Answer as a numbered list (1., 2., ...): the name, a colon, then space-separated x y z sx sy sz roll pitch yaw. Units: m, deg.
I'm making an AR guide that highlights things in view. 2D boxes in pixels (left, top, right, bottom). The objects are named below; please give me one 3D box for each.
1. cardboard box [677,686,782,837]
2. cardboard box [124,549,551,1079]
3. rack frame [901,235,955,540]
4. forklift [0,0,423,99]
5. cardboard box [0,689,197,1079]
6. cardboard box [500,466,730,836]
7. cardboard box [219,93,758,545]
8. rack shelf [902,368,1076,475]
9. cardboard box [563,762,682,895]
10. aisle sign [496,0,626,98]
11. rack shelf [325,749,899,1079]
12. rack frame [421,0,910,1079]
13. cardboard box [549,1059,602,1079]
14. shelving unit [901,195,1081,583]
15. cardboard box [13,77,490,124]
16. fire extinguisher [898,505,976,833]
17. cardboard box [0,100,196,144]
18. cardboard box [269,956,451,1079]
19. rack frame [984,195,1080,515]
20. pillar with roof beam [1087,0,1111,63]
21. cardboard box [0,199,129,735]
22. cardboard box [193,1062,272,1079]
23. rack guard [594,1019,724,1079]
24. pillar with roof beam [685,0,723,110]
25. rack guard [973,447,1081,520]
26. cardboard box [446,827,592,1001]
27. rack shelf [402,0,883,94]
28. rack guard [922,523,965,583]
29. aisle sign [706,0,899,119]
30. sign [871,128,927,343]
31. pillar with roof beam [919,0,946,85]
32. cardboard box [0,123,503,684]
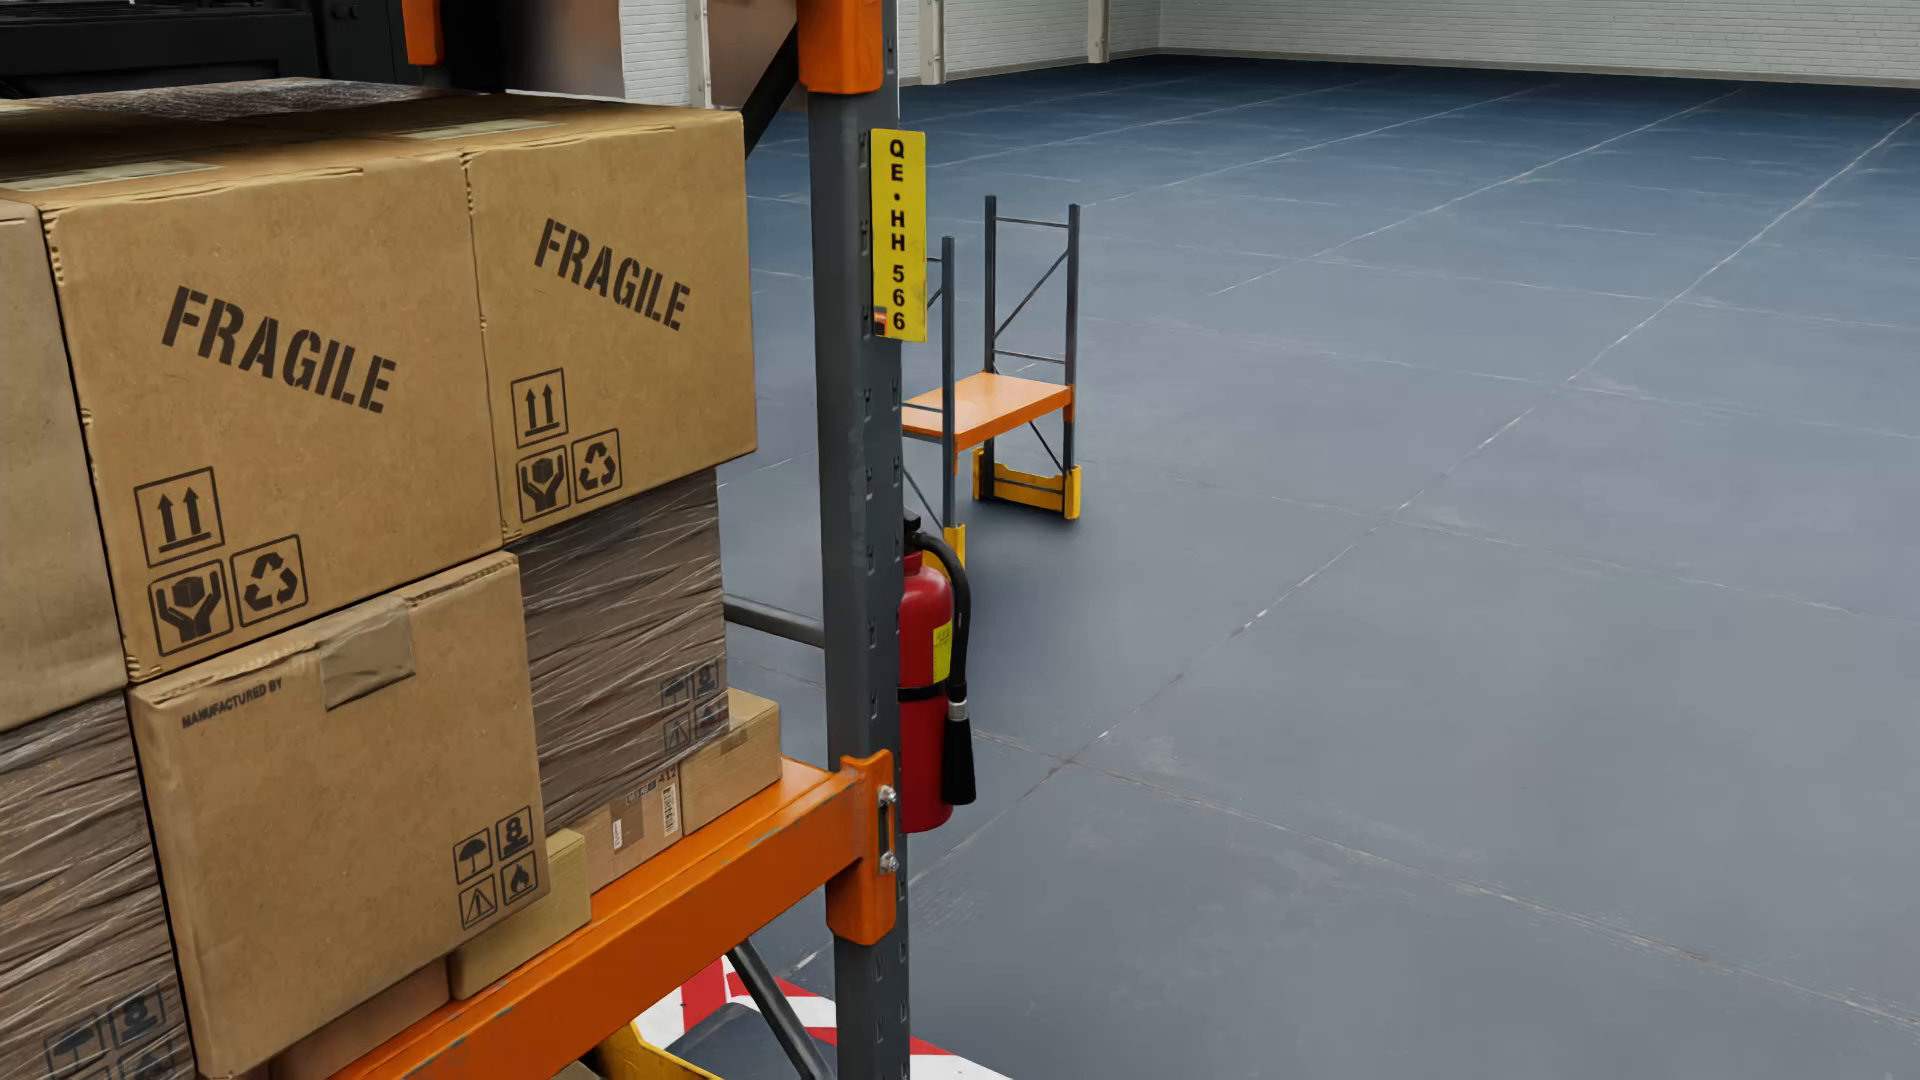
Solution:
1. cardboard box: -0.532 0.344 2.873 0.380 0.149 0.250 13 24 32
2. cardboard box: -1.056 0.237 2.227 0.875 0.500 0.500 13 24 32
3. rack frame: -0.238 -0.582 7.177 0.500 1.500 0.032 13 24 32
4. forklift: -2.227 -0.380 4.567 1.130 2.935 3.031 15 25 35
5. cardboard box: -1.373 0.372 1.862 0.875 0.500 0.500 13 24 32
6. cardboard box: -0.875 0.070 2.678 0.875 0.500 0.500 13 24 32
7. cardboard box: -0.647 -0.345 2.360 0.500 0.500 0.500 13 24 32
8. rack shelf: 0.048 -0.559 7.633 0.538 0.185 1.000 13 24 32
9. cardboard box: -0.673 0.416 2.679 0.380 0.149 0.250 13 24 32
10. aisle sign: -0.756 -1.191 2.914 0.394 0.787 0.004 13 24 32
11. rack shelf: -1.667 1.016 1.732 1.077 0.370 4.000 13 24 32
12. rack frame: -0.545 0.104 3.161 0.949 2.616 0.053 13 24 32
13. cardboard box: -0.908 1.256 3.044 0.500 0.500 0.500 19 28 42
14. shelving unit: 0.043 -0.725 7.564 0.587 1.500 1.083 13 24 32
15. cardboard box: -1.077 -0.446 2.634 0.500 0.500 0.500 13 24 32
16. fire extinguisher: -0.097 0.198 3.018 0.296 0.674 0.183 13 24 32
17. cardboard box: -1.364 -0.304 2.249 0.500 0.500 0.500 13 24 32
18. cardboard box: -0.924 0.566 2.272 0.380 0.149 0.250 13 24 32
19. rack frame: 0.334 -0.874 7.965 0.500 1.500 0.032 13 24 32
20. pillar with roof beam: 6.442 -13.353 30.893 9.100 9.000 0.400 13 24 32
21. cardboard box: -1.207 -0.057 1.582 0.500 0.500 0.500 13 24 32
22. cardboard box: -1.099 0.630 2.100 0.380 0.149 0.250 13 24 32
23. rack guard: -0.585 1.299 3.534 1.175 0.500 0.348 13 24 32
24. pillar with roof beam: -0.304 -9.910 21.585 9.100 9.000 0.400 13 24 32
25. rack guard: 0.323 -0.282 8.167 0.587 0.250 0.087 13 24 32
26. cardboard box: -0.771 0.498 2.458 0.380 0.149 0.250 13 24 32
27. rack shelf: -1.667 -0.391 1.212 1.077 0.370 4.000 13 24 32
28. rack guard: -0.237 0.004 7.394 0.587 0.250 0.087 13 24 32
29. aisle sign: -0.260 -1.074 2.598 0.394 0.787 0.004 13 24 32
30. sign: -0.095 -0.473 2.595 0.100 0.325 0.005 13 24 32
31. pillar with roof beam: 3.069 -11.631 26.239 9.100 9.000 0.400 13 24 32
32. cardboard box: -0.924 -0.200 1.969 0.500 0.500 0.500 13 24 32
